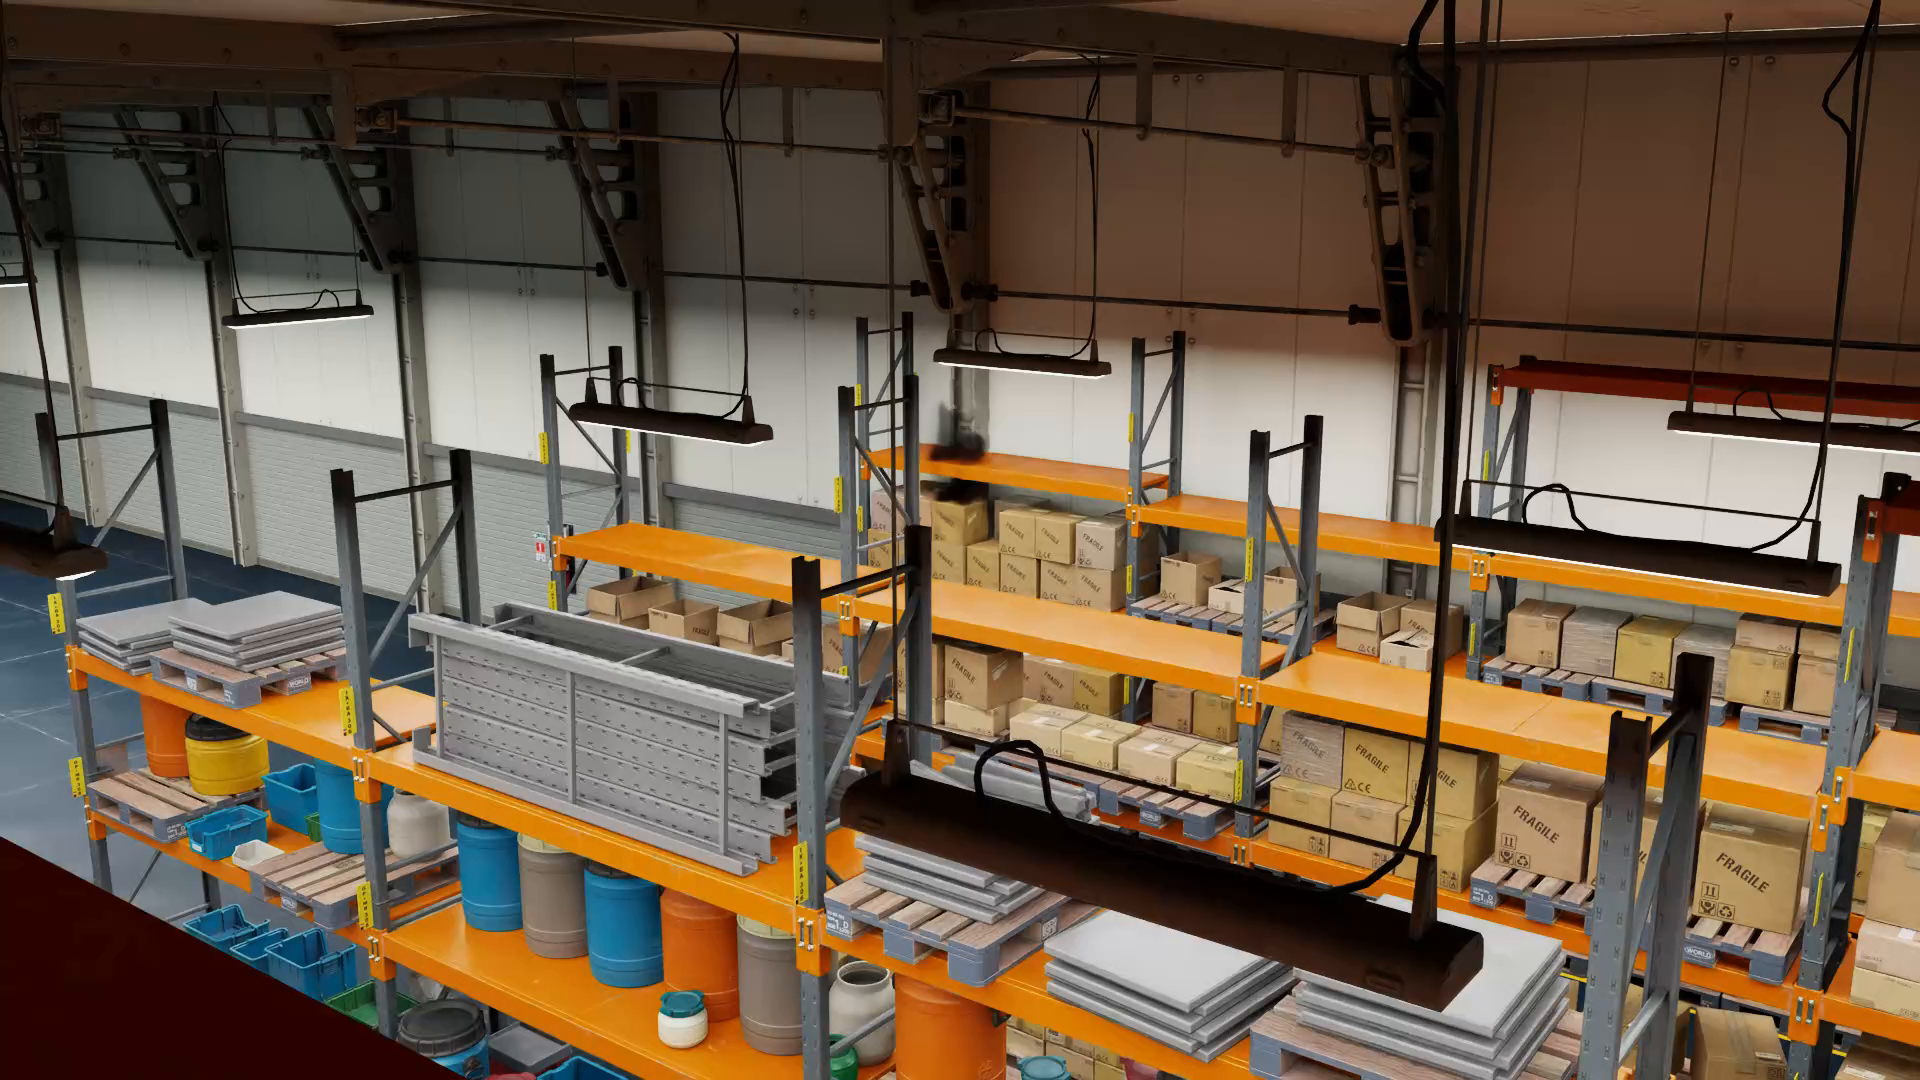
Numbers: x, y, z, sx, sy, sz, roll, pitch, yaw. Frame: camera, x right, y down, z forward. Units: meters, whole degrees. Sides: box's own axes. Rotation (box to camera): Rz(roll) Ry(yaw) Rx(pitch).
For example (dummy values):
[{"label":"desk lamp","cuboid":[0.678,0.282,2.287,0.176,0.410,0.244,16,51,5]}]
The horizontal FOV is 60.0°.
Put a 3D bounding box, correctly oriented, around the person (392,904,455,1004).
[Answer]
[{"label":"person","cuboid":[-4.900,3.801,15.239,0.762,1.731,0.539,6,14,25]}]
